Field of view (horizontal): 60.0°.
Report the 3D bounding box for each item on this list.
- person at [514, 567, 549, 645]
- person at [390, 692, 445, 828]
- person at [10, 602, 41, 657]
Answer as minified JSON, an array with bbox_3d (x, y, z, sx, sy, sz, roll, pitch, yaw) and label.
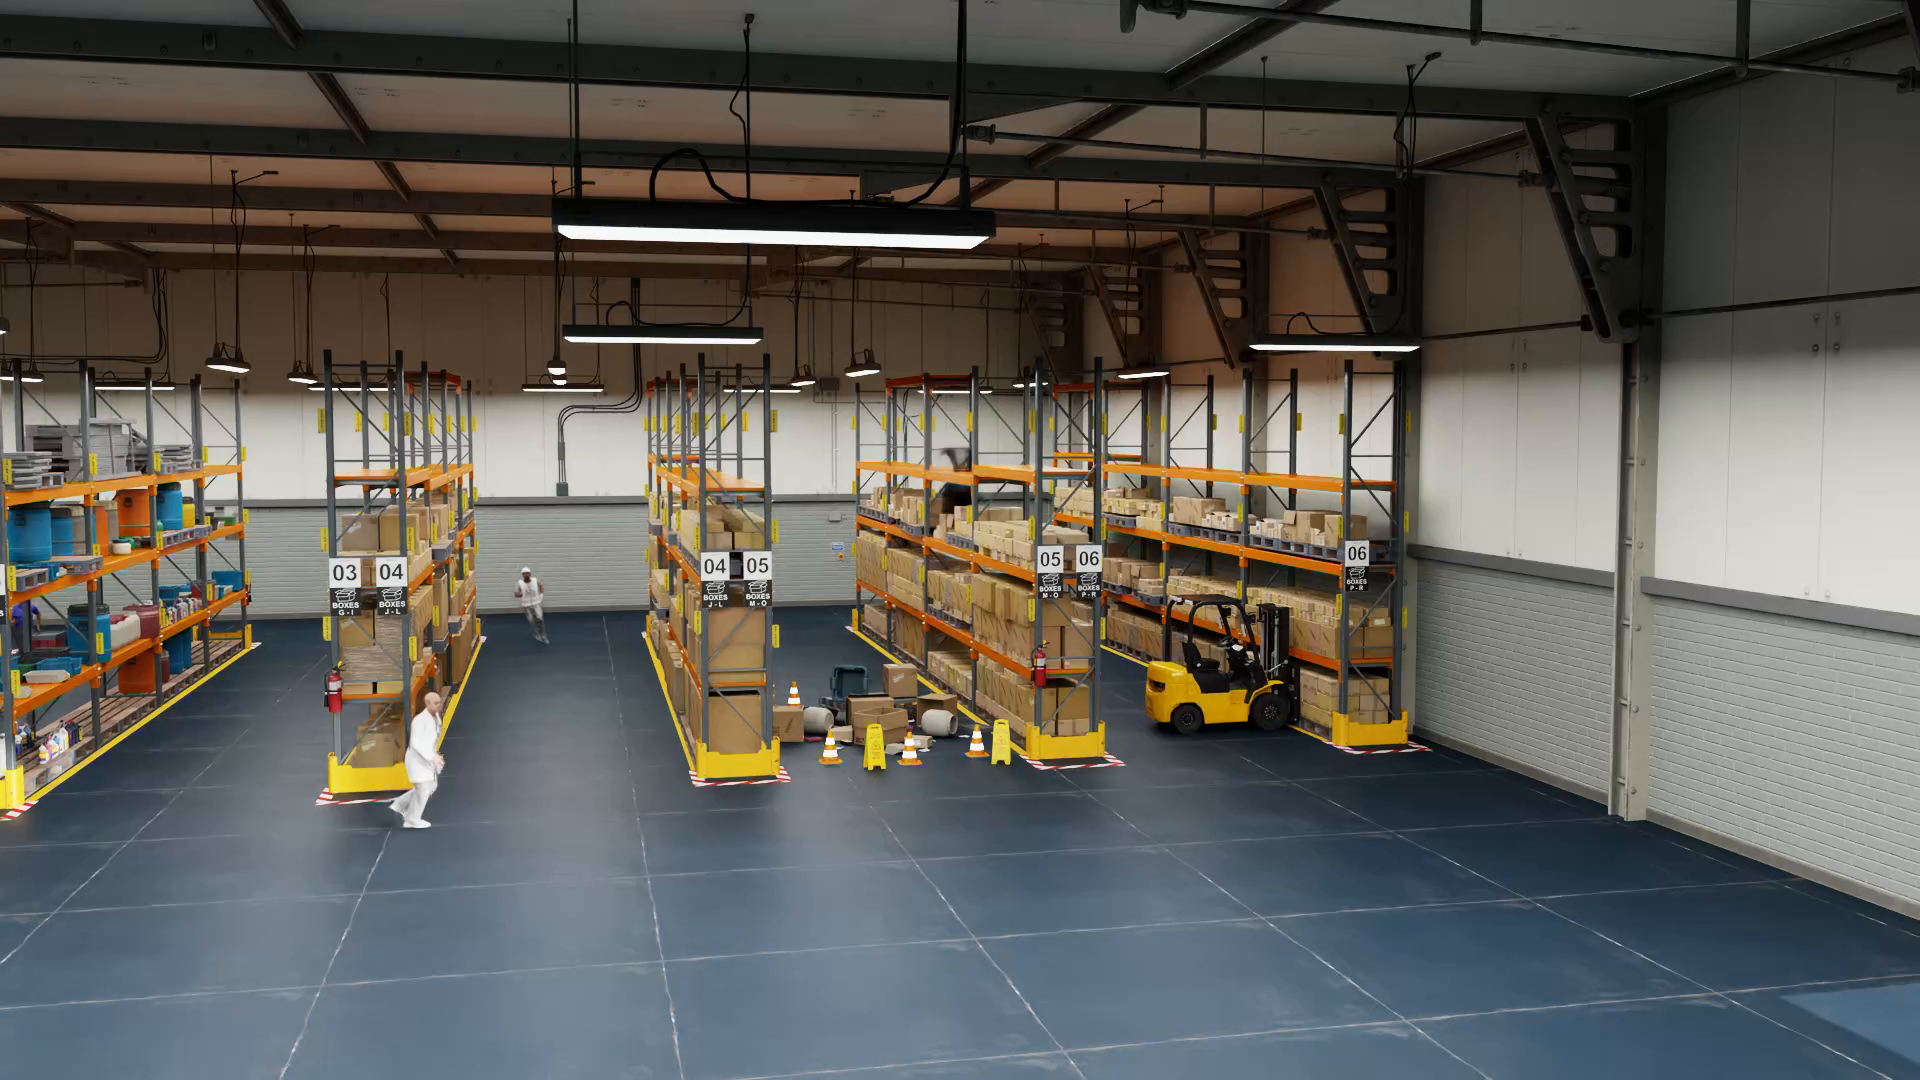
[{"bbox_3d":[-9.787,1.503,37.954,0.759,1.795,0.690,-1,4,-17],"label":"person"},{"bbox_3d":[-6.684,2.718,20.552,0.761,1.700,0.689,0,4,6],"label":"person"},{"bbox_3d":[-18.505,1.880,32.879,0.527,1.705,0.862,-1,4,-15],"label":"person"}]
